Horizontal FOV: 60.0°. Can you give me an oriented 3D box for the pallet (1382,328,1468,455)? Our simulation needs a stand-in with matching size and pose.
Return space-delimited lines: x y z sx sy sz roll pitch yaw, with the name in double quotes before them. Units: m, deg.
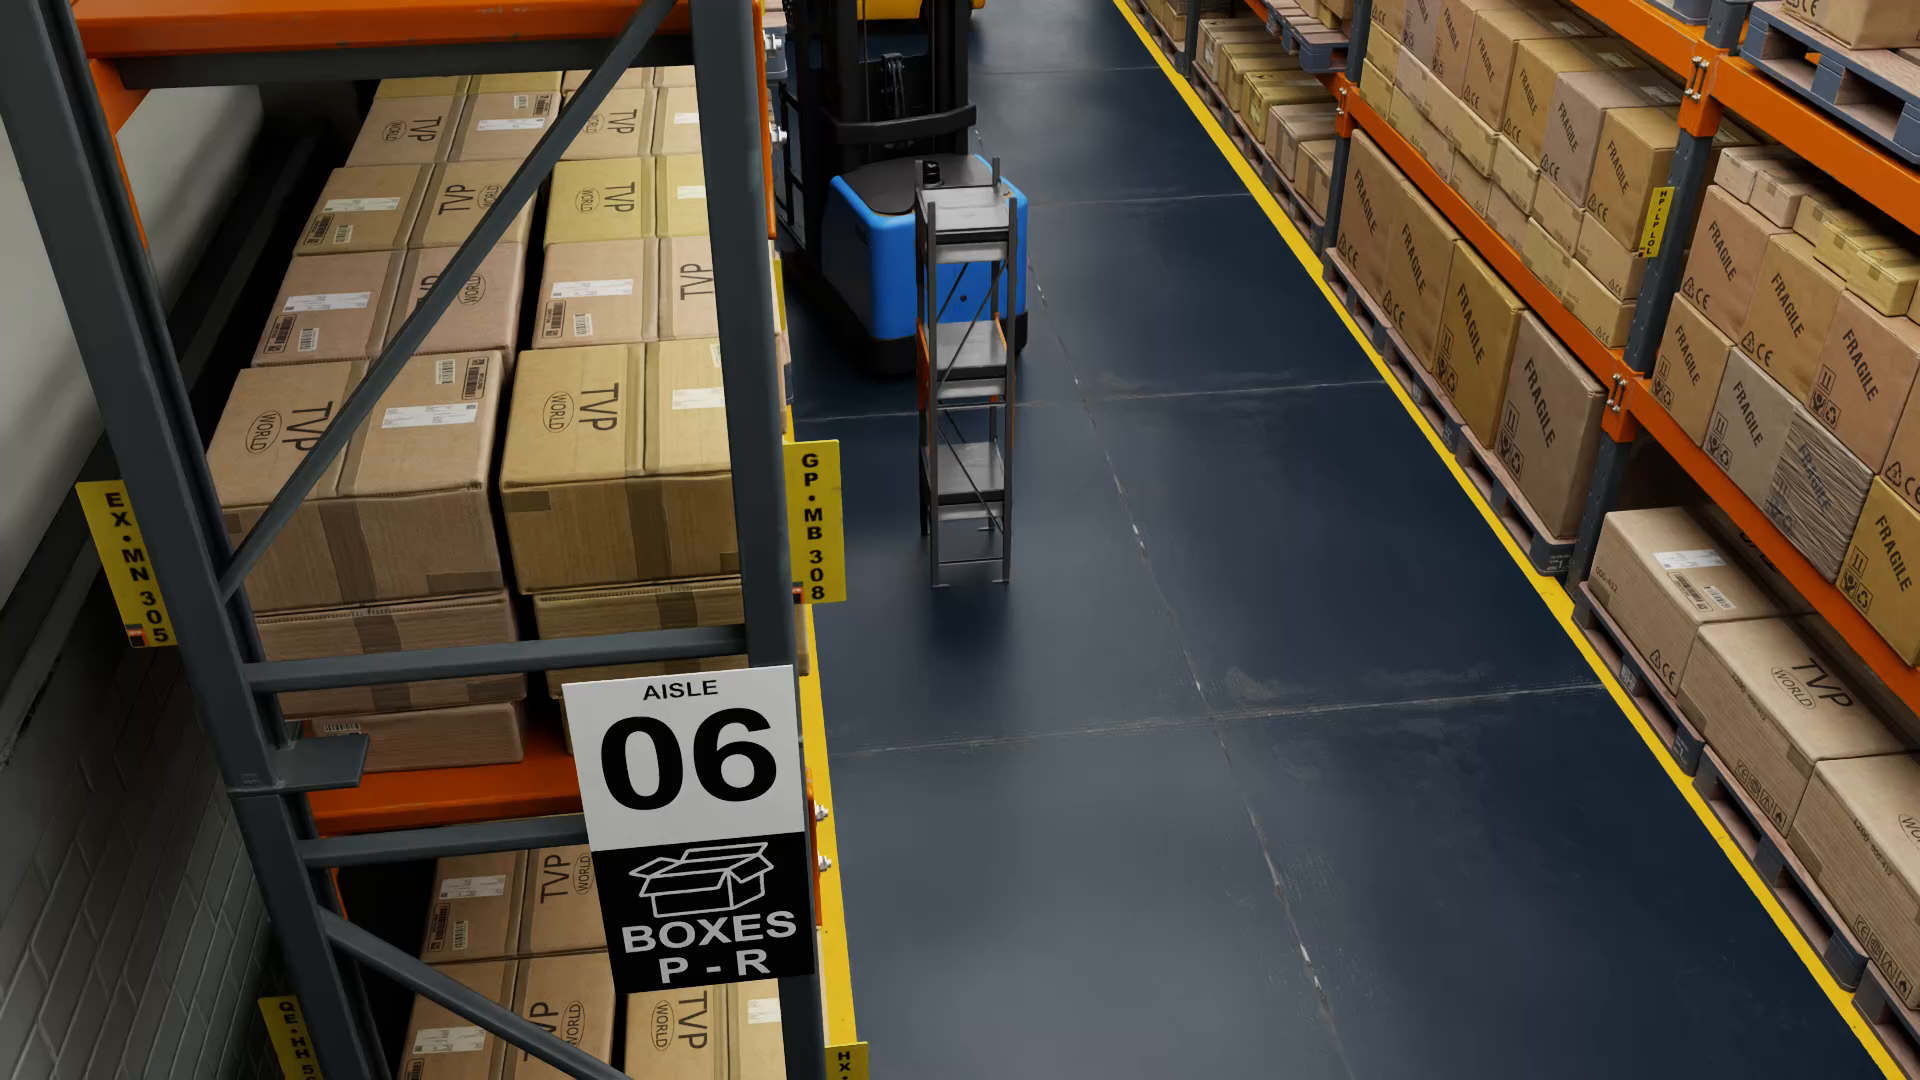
"pallet" 3.249 -0.949 10.083 1.003 0.211 1.213 -4 35 -6

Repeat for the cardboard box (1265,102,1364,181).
"cardboard box" 2.883 -3.041 12.637 0.950 0.372 0.625 -5 35 -7

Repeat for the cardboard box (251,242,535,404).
"cardboard box" -1.191 -0.408 3.575 0.500 0.250 0.500 -5 35 -8

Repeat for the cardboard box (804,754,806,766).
"cardboard box" -0.719 0.718 5.031 0.500 0.250 0.500 -5 35 -7

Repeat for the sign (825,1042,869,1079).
"sign" -0.248 1.218 3.660 0.100 0.325 0.005 -4 35 -6

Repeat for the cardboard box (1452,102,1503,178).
"cardboard box" 3.058 -2.217 9.158 0.500 0.250 0.500 -4 34 -6

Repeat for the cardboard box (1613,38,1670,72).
"cardboard box" 3.659 -2.277 8.580 0.500 0.500 0.500 -5 35 -8

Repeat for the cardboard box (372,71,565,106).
"cardboard box" -1.386 -1.254 4.816 0.500 0.250 0.500 -5 35 -7

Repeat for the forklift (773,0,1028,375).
"forklift" -0.602 -3.050 10.752 1.130 2.935 3.031 -13 36 -18

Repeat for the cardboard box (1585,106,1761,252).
"cardboard box" 3.285 -1.678 7.701 0.500 0.500 0.500 -3 34 -5

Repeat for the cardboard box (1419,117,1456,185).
"cardboard box" 3.024 -2.293 9.713 0.500 0.250 0.500 -3 34 -5

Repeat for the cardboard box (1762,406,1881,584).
"cardboard box" 3.522 -0.194 6.411 0.500 0.500 0.500 -4 34 -6

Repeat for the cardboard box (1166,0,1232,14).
"cardboard box" 2.173 -5.115 15.123 0.500 0.500 0.500 -5 35 -7

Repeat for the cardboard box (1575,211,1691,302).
"cardboard box" 3.294 -1.366 7.909 0.500 0.250 0.500 -4 35 -6

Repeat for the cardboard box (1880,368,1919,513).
"cardboard box" 3.603 -0.313 5.698 0.500 0.500 0.500 -5 35 -7

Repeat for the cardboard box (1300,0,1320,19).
"cardboard box" 2.593 -3.742 11.556 0.380 0.149 0.250 -5 35 -7

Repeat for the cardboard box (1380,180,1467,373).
"cardboard box" 3.183 -1.632 10.123 0.875 0.875 0.875 -4 34 -6

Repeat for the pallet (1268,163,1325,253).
"pallet" 2.953 -2.510 12.374 1.003 0.211 1.213 -4 35 -6

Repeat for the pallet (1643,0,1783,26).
"pallet" 3.422 -2.662 7.628 0.805 0.209 1.217 -6 35 -8

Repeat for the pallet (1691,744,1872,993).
"pallet" 3.786 1.271 6.826 1.003 0.211 1.213 -4 35 -6

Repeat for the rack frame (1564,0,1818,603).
"rack frame" 3.594 -0.994 7.673 1.000 3.000 0.127 -4 35 -6

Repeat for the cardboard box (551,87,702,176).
"cardboard box" -0.806 -1.005 4.452 0.500 0.250 0.500 -3 34 -5

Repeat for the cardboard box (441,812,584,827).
"cardboard box" -1.241 0.754 4.977 0.500 0.250 0.500 -3 34 -5

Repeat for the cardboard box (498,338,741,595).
"cardboard box" -0.597 -0.157 3.207 0.500 0.250 0.500 -5 35 -7

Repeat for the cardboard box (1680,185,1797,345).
"cardboard box" 3.418 -1.164 6.947 0.500 0.500 0.500 -4 34 -6

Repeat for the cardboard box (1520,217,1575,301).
"cardboard box" 3.217 -1.447 8.472 0.500 0.250 0.500 -5 35 -7

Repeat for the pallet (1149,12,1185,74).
"pallet" 2.393 -4.678 15.555 1.003 0.211 1.213 -4 35 -6

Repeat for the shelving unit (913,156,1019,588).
"shelving unit" 0.022 -0.775 8.152 0.431 2.100 0.503 -4 35 -6

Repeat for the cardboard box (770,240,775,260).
"cardboard box" -1.167 -1.117 7.393 0.700 0.500 0.500 -4 34 -5

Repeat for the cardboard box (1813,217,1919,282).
"cardboard box" 3.479 -1.096 6.270 0.380 0.149 0.250 -5 35 -7

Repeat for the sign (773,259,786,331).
"sign" -0.787 -1.019 6.941 0.100 0.325 0.005 -4 35 -6

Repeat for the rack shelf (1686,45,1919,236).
"rack shelf" 3.863 -0.820 5.393 1.077 0.370 4.000 -4 35 -6

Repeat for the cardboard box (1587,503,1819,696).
"cardboard box" 3.572 0.250 7.750 0.875 0.438 0.875 -5 35 -7

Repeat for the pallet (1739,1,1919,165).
"pallet" 3.694 -1.739 6.182 1.003 0.211 1.213 -4 35 -6

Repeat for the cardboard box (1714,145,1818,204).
"cardboard box" 3.380 -1.520 6.893 0.380 0.149 0.250 -5 35 -7

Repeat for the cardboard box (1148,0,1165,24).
"cardboard box" 2.091 -5.101 15.769 0.500 0.250 0.500 -5 35 -8

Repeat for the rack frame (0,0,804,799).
"rack frame" -0.786 -0.863 2.154 1.000 3.000 0.127 -4 35 -6

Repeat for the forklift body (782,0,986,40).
"forklift body" -0.875 -6.041 15.834 2.313 2.155 1.214 -4 35 -6

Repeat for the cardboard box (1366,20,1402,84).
"cardboard box" 2.880 -3.069 10.408 0.500 0.250 0.500 -5 35 -7

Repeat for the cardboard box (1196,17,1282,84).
"cardboard box" 2.591 -4.253 14.417 0.950 0.372 0.625 -4 34 -6

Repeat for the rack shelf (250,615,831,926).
"rack shelf" -1.055 -0.442 4.839 1.077 0.370 4.000 -4 35 -6

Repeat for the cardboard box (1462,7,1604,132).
"cardboard box" 3.075 -2.539 8.964 0.500 0.500 0.500 -4 34 -6

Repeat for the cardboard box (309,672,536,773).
"cardboard box" -1.058 0.320 3.305 0.380 0.149 0.250 -3 34 -5

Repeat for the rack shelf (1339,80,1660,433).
"rack shelf" 3.325 -1.812 9.513 1.077 0.370 4.000 -4 35 -6

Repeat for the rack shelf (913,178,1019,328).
"rack shelf" 0.022 -1.342 7.765 0.431 0.518 0.480 -4 35 -6

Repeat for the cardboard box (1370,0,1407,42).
"cardboard box" 2.880 -3.387 10.208 0.500 0.500 0.500 -5 35 -8
